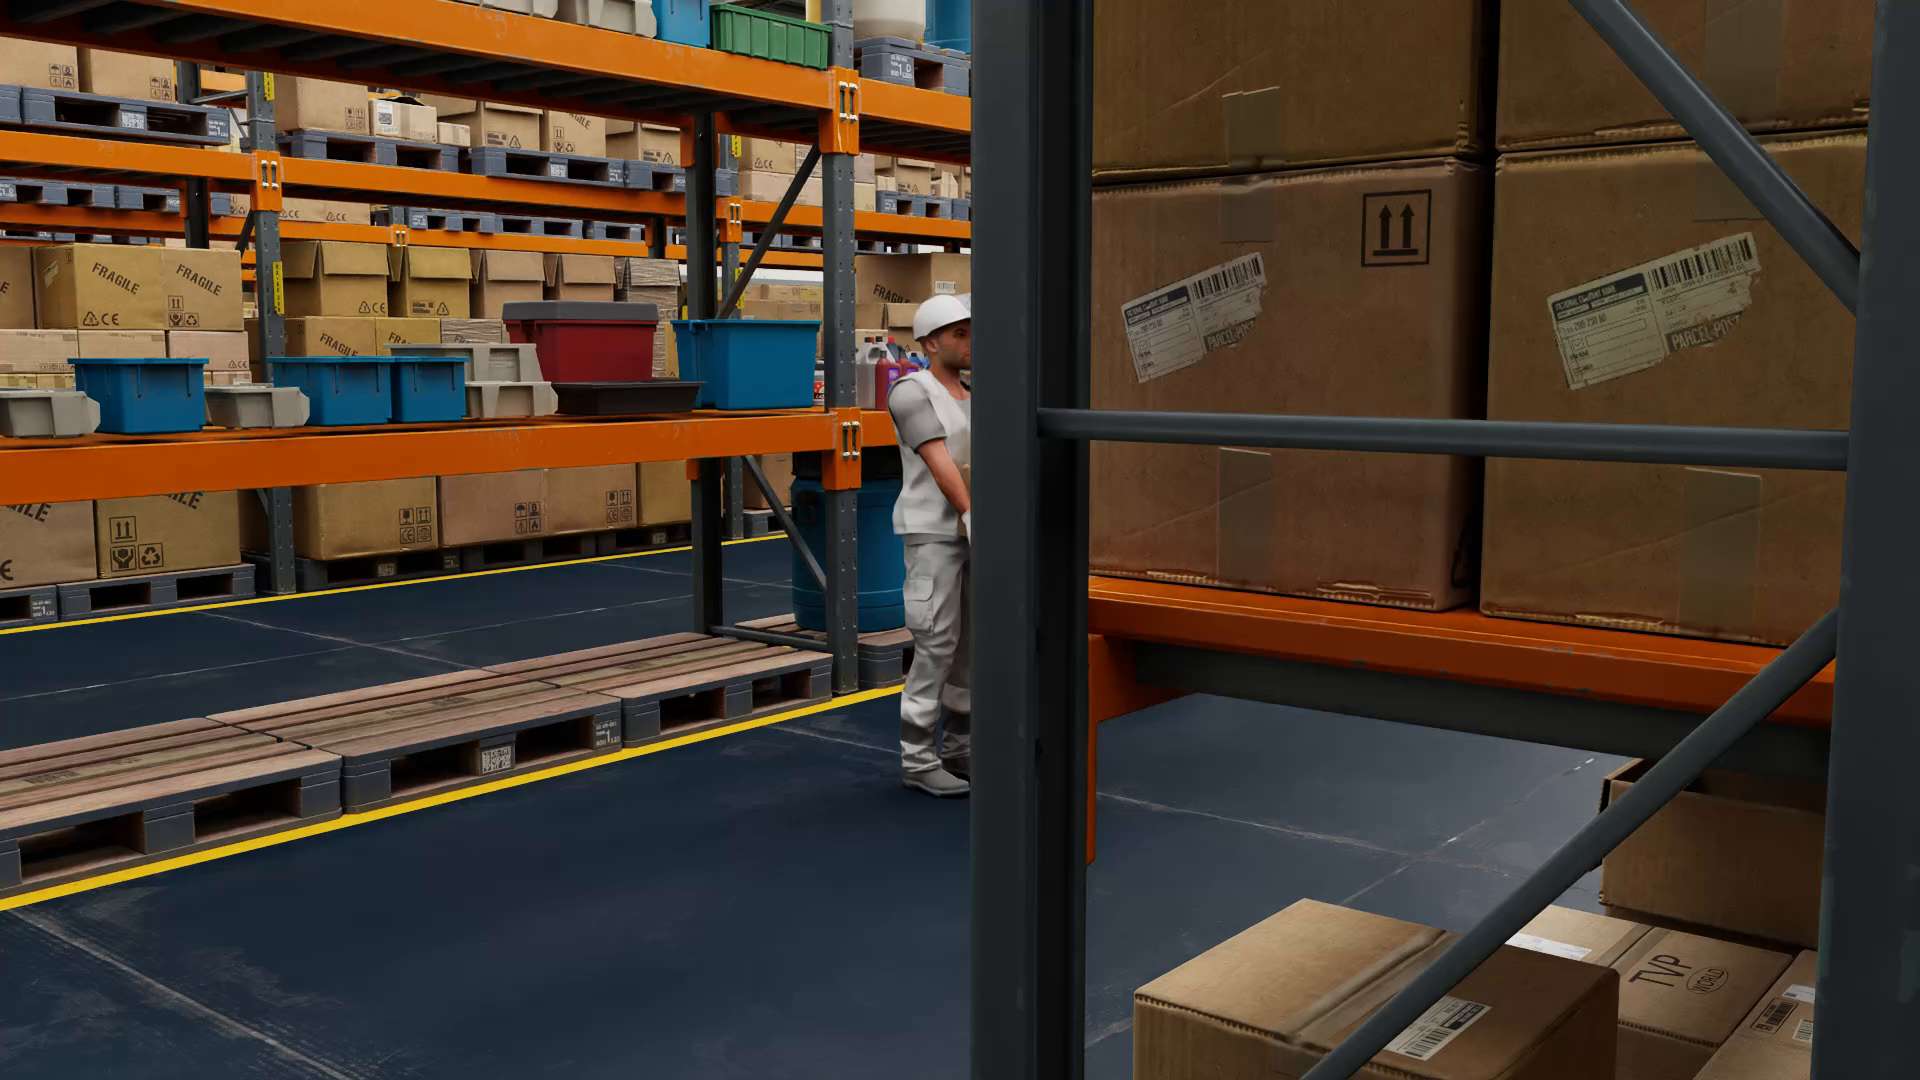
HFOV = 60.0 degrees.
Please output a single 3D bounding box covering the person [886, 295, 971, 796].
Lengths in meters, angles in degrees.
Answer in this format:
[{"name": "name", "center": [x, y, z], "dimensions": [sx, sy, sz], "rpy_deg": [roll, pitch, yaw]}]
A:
[{"name": "person", "center": [0.050, 0.016, 5.993], "dimensions": [0.561, 1.785, 0.495], "rpy_deg": [5, 8, 39]}]
